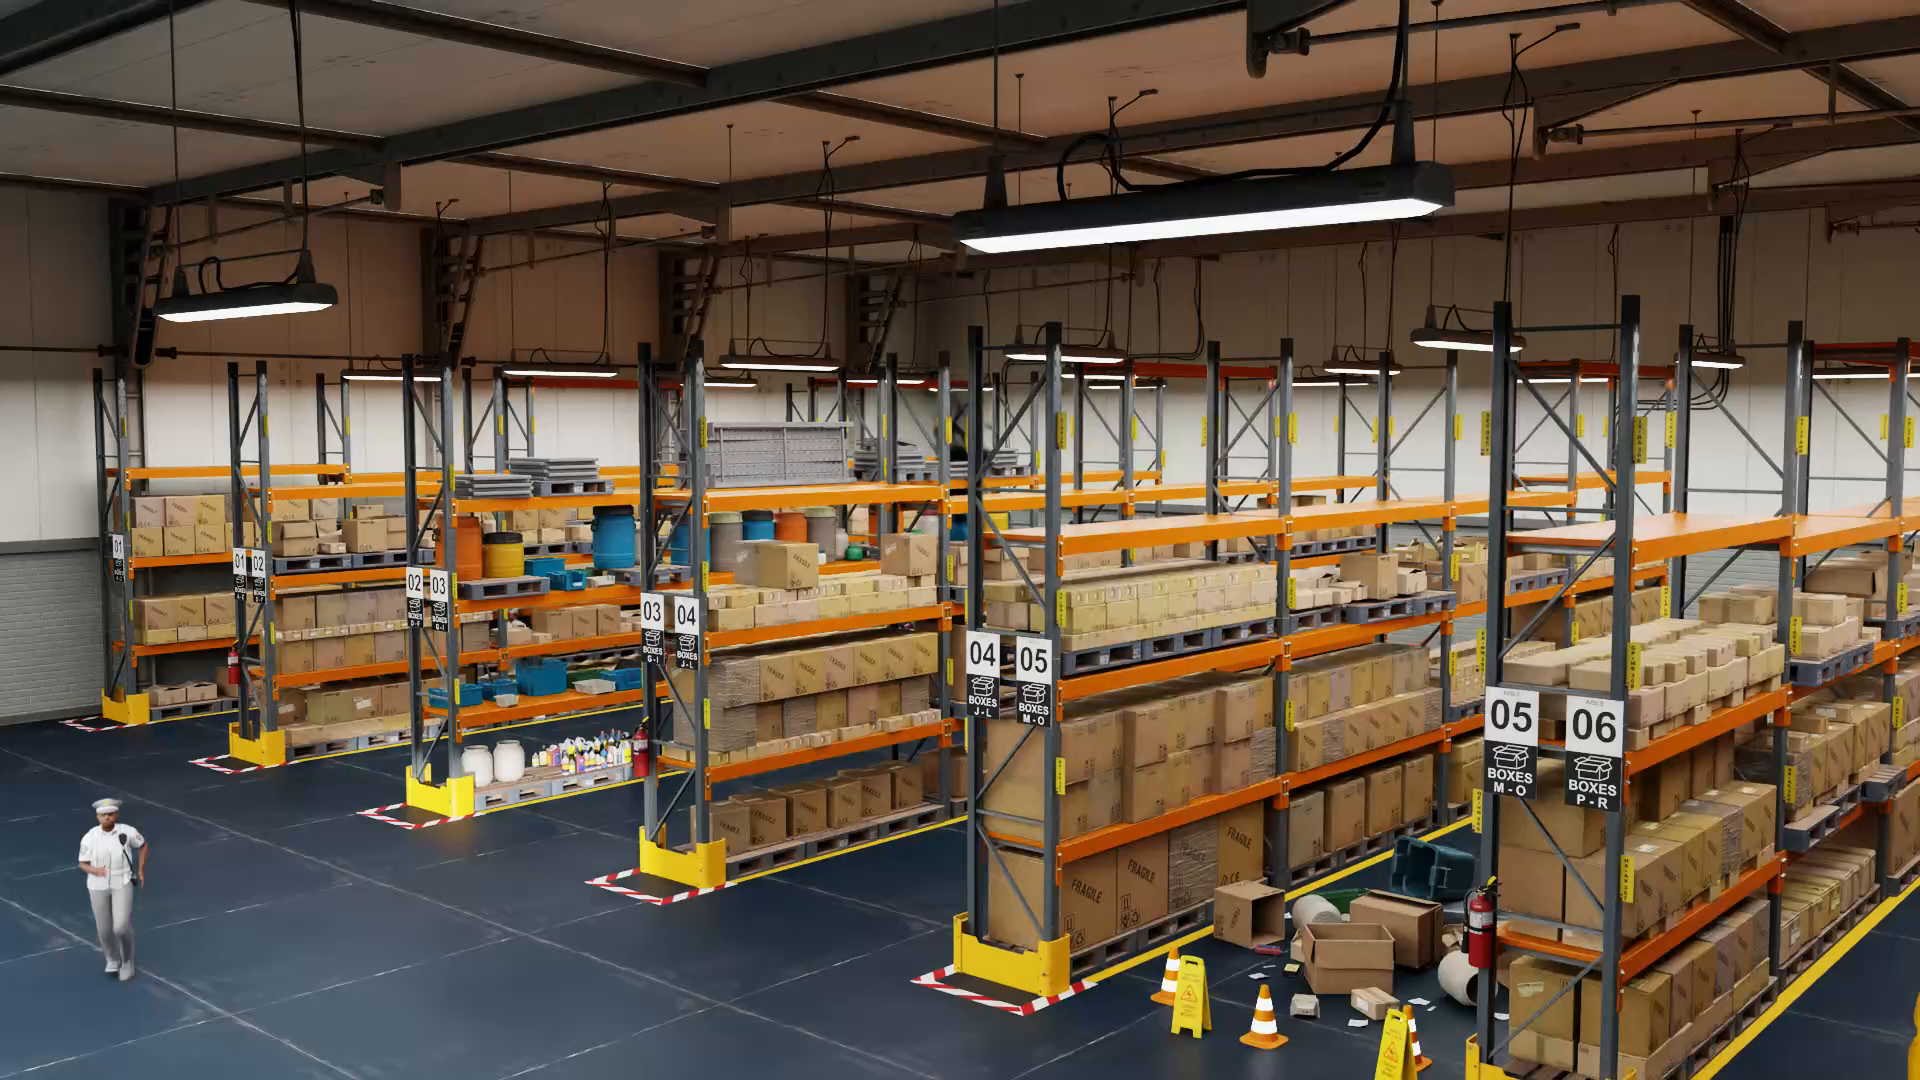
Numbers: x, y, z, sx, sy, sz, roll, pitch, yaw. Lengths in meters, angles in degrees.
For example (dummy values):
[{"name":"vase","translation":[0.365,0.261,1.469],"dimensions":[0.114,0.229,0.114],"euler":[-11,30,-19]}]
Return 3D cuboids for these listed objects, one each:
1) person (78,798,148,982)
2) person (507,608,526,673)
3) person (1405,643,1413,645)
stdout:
[{"name":"person","translation":[-7.768,3.202,15.234],"dimensions":[0.525,1.706,0.688],"euler":[-1,4,-19]},{"name":"person","translation":[-8.339,2.072,31.074],"dimensions":[0.605,1.615,0.578],"euler":[3,5,36]},{"name":"person","translation":[6.793,2.437,25.223],"dimensions":[0.530,1.742,0.670],"euler":[-4,6,-42]}]
